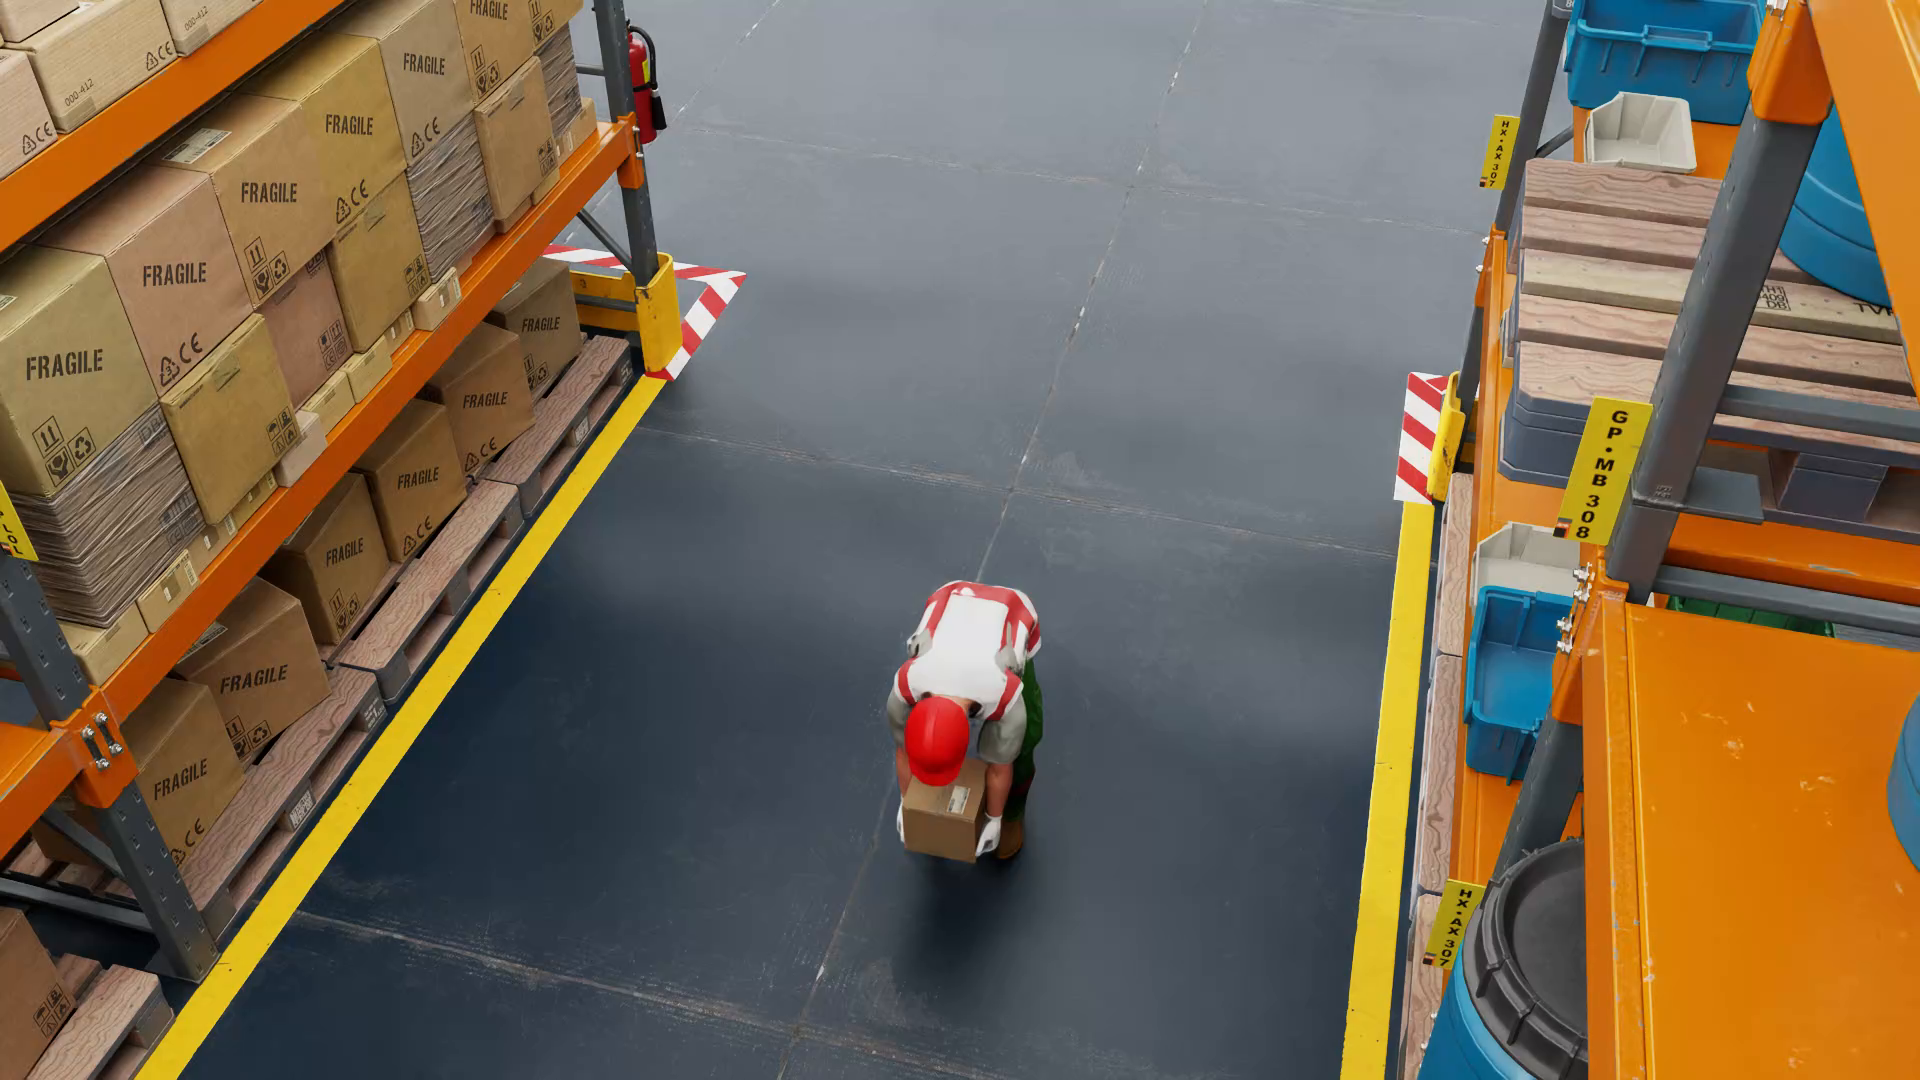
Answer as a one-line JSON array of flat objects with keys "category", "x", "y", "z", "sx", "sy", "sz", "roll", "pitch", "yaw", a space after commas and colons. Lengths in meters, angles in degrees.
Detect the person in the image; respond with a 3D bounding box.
[{"category": "person", "x": 0.010, "y": 0.746, "z": 5.705, "sx": 0.489, "sy": 1.218, "sz": 0.949, "roll": 9, "pitch": 41, "yaw": 10}]
